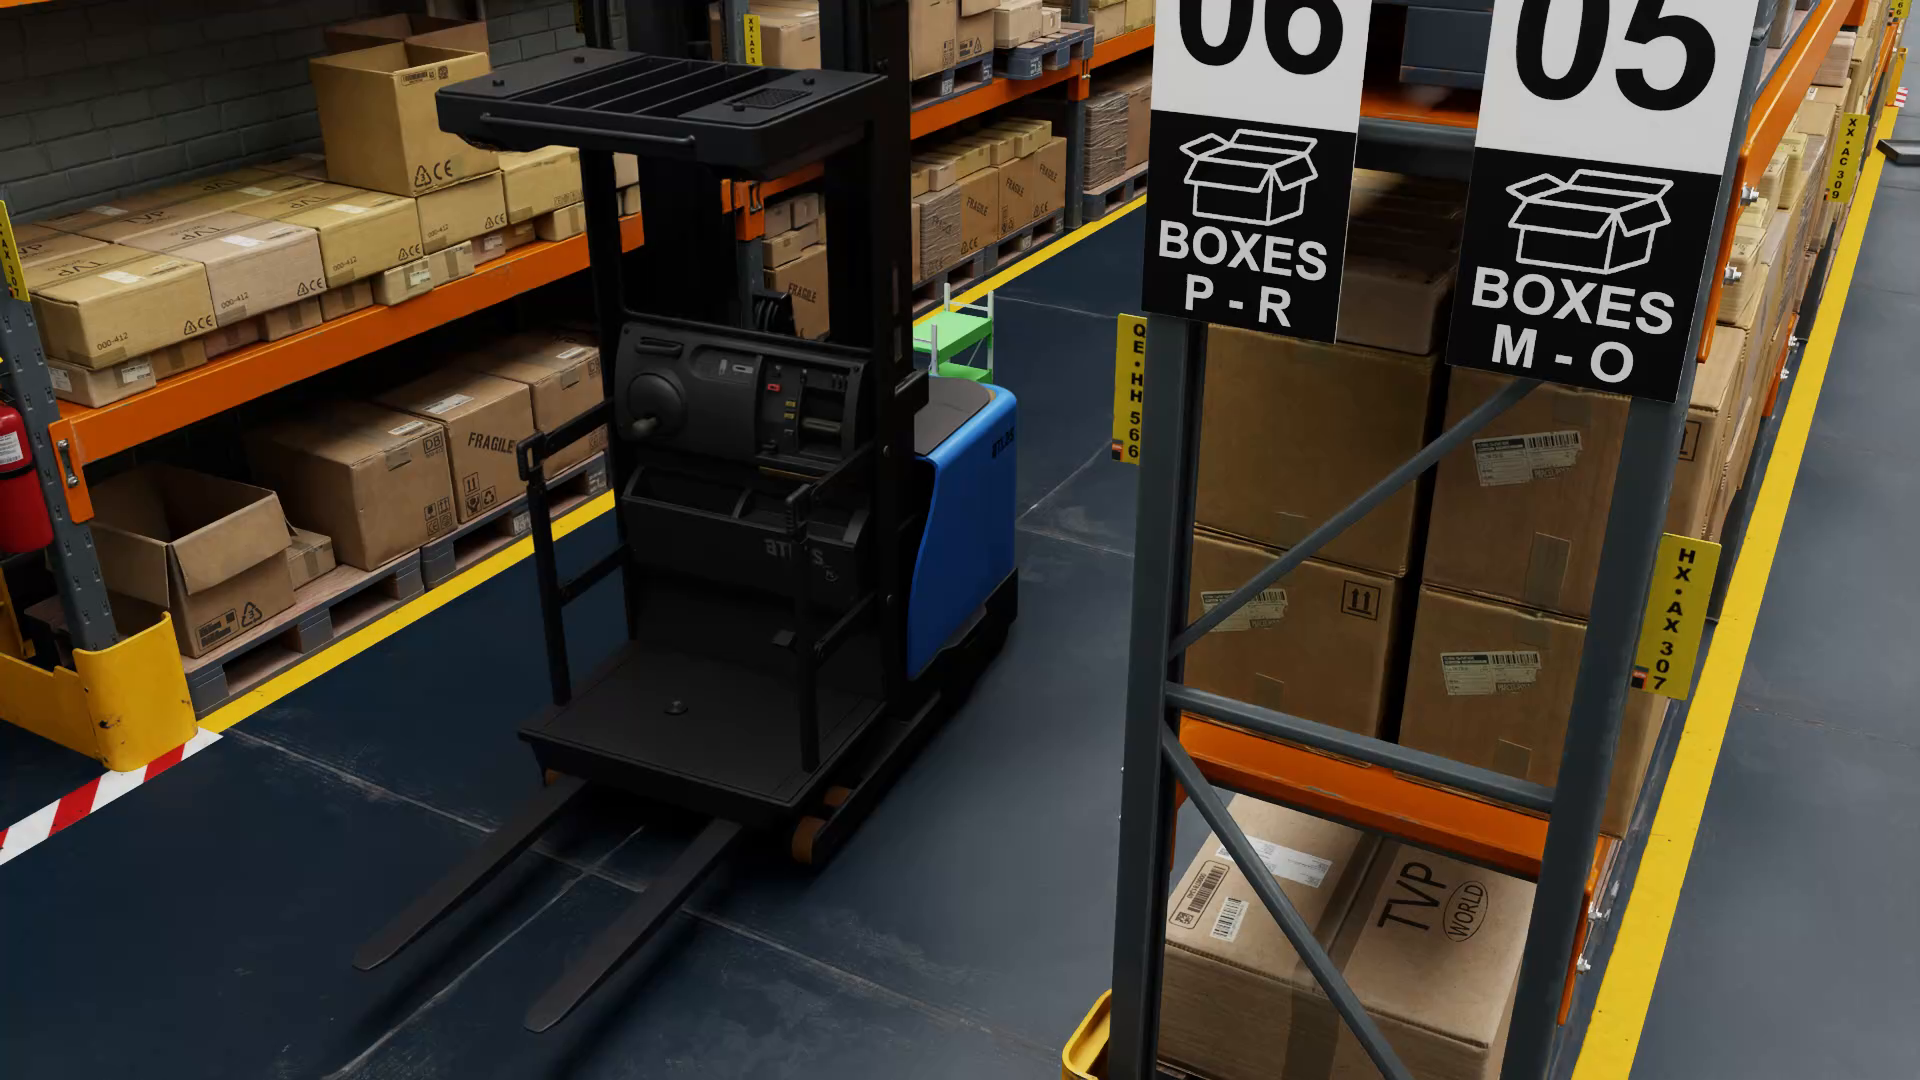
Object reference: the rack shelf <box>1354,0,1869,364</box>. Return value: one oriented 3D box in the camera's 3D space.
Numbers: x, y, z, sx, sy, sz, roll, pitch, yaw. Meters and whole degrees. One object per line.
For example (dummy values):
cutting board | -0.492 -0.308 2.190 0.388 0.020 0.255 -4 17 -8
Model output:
rack shelf | 1.817 -1.358 4.564 1.077 0.370 4.000 14 30 26

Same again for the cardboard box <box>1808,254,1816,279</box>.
cardboard box | 3.501 -1.366 7.295 0.500 0.250 0.500 13 30 25

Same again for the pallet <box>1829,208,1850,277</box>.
pallet | 5.756 -2.207 11.923 1.003 0.211 1.213 14 30 26

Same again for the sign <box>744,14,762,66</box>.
sign | -1.046 -2.480 8.385 0.100 0.325 0.005 14 30 26

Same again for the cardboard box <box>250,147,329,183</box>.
cardboard box | -2.735 -1.550 7.331 0.500 0.250 0.500 14 30 26

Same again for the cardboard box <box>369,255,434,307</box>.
cardboard box | -2.412 -1.097 6.870 0.380 0.149 0.250 13 30 25

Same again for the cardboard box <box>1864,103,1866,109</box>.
cardboard box | 4.746 -2.355 9.271 0.500 0.250 0.500 13 29 24

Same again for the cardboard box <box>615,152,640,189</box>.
cardboard box | -1.794 -1.824 7.878 0.500 0.250 0.500 14 30 26

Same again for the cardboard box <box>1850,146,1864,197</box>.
cardboard box | 6.130 -2.762 12.383 0.950 0.372 0.625 16 31 29

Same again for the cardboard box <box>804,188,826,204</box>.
cardboard box | -0.806 -1.988 9.968 0.380 0.149 0.250 14 30 25

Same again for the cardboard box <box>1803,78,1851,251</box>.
cardboard box | 2.810 -1.364 5.896 0.500 0.500 0.500 14 30 26

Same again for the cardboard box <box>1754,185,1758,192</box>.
cardboard box | 1.741 -0.832 4.108 0.380 0.149 0.250 15 30 27

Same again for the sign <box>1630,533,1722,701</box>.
sign | 1.314 0.144 3.057 0.100 0.325 0.005 14 30 26

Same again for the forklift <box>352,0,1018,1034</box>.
forklift | -0.829 -0.439 5.353 1.130 2.935 3.031 11 29 22

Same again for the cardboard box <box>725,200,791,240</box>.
cardboard box | -1.167 -1.797 9.254 0.380 0.149 0.250 14 30 25

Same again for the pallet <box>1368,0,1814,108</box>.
pallet | 1.189 -1.152 3.448 1.003 0.211 1.213 14 30 26

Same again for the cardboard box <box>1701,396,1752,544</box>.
cardboard box | 1.810 -0.125 4.536 0.500 0.500 0.500 14 30 26

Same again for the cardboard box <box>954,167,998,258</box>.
cardboard box | -0.086 -2.228 11.174 0.500 0.500 0.500 16 31 28

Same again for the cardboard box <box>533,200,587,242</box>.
cardboard box | -1.929 -1.502 7.680 0.380 0.149 0.250 14 30 25

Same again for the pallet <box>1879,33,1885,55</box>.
pallet | 5.707 -3.371 11.347 1.003 0.211 1.213 14 30 26

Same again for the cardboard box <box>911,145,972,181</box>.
cardboard box | -0.144 -2.483 10.959 0.380 0.149 0.250 14 30 25

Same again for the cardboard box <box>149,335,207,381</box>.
cardboard box | -3.004 -0.715 6.107 0.380 0.149 0.250 15 30 27

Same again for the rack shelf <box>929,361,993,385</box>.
rack shelf | -0.081 -0.629 7.274 0.258 0.148 0.480 14 30 26

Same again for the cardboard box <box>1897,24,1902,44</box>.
cardboard box | 7.627 -4.225 13.880 0.380 0.149 0.250 15 30 28

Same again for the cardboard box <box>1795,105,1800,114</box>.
cardboard box | 2.243 -1.225 4.893 0.380 0.149 0.250 14 30 25

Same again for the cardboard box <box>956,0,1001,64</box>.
cardboard box | -0.196 -3.325 10.457 0.797 0.503 0.637 13 30 25

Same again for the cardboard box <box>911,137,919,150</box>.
cardboard box | -0.503 -2.696 11.383 0.380 0.149 0.250 13 29 24

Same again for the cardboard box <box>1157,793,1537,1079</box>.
cardboard box | 1.071 1.120 4.554 0.875 0.438 0.875 13 29 24

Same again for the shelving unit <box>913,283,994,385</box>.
shelving unit | -0.081 -0.472 7.353 0.258 1.200 0.503 14 30 26

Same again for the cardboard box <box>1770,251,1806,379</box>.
cardboard box | 2.796 -0.925 6.135 0.500 0.500 0.500 14 30 27

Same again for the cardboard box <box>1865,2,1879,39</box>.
cardboard box | 3.743 -2.117 7.399 0.500 0.500 0.500 13 30 25

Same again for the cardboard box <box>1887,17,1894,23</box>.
cardboard box | 6.361 -3.742 11.686 0.380 0.149 0.250 14 30 27

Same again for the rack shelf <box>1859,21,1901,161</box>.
rack shelf | 5.753 -3.134 11.463 1.077 0.370 4.000 14 30 26

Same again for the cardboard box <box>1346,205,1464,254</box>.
cardboard box | 0.940 -0.629 3.701 0.380 0.149 0.250 15 30 27

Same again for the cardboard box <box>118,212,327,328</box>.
cardboard box | -2.784 -1.030 6.292 0.500 0.250 0.500 15 30 27

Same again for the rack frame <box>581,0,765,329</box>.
rack frame | -1.522 -2.209 8.812 1.000 3.000 0.127 14 30 26

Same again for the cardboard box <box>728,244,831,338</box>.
cardboard box | -1.088 -1.418 9.555 0.500 0.500 0.500 16 31 28

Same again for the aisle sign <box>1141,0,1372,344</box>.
aisle sign | 0.528 -0.761 3.015 0.394 0.787 0.004 14 30 26

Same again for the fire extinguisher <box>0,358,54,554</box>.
fire extinguisher | -3.160 -0.290 5.481 0.296 0.674 0.183 14 30 26

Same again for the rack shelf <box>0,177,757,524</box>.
rack shelf | -2.506 -1.108 7.416 1.077 0.370 4.000 14 30 26

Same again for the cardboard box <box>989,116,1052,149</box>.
cardboard box | 0.423 -2.880 11.750 0.380 0.149 0.250 13 29 24

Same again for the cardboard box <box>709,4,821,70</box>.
cardboard box | -1.089 -2.581 8.974 0.700 0.500 0.500 15 30 27

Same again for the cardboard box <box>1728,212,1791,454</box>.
cardboard box | 1.812 -0.580 4.329 0.500 0.500 0.500 14 30 26

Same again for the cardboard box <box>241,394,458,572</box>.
cardboard box | -2.652 -0.262 7.246 0.700 0.500 0.500 16 31 28

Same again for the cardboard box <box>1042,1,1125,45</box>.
cardboard box | 0.877 -3.820 12.197 0.500 0.250 0.500 14 30 26

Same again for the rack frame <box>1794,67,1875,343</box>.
rack frame | 4.769 -2.676 9.745 1.000 3.000 0.127 14 30 26

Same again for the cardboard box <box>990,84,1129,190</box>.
cardboard box | 0.764 -3.134 12.843 0.875 0.625 0.625 15 30 28

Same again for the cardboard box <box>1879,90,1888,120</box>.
cardboard box | 8.027 -3.973 14.938 0.500 0.250 0.500 13 29 24

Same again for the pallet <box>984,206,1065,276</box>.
pallet | 0.046 -2.238 11.985 1.003 0.211 1.213 14 30 26
